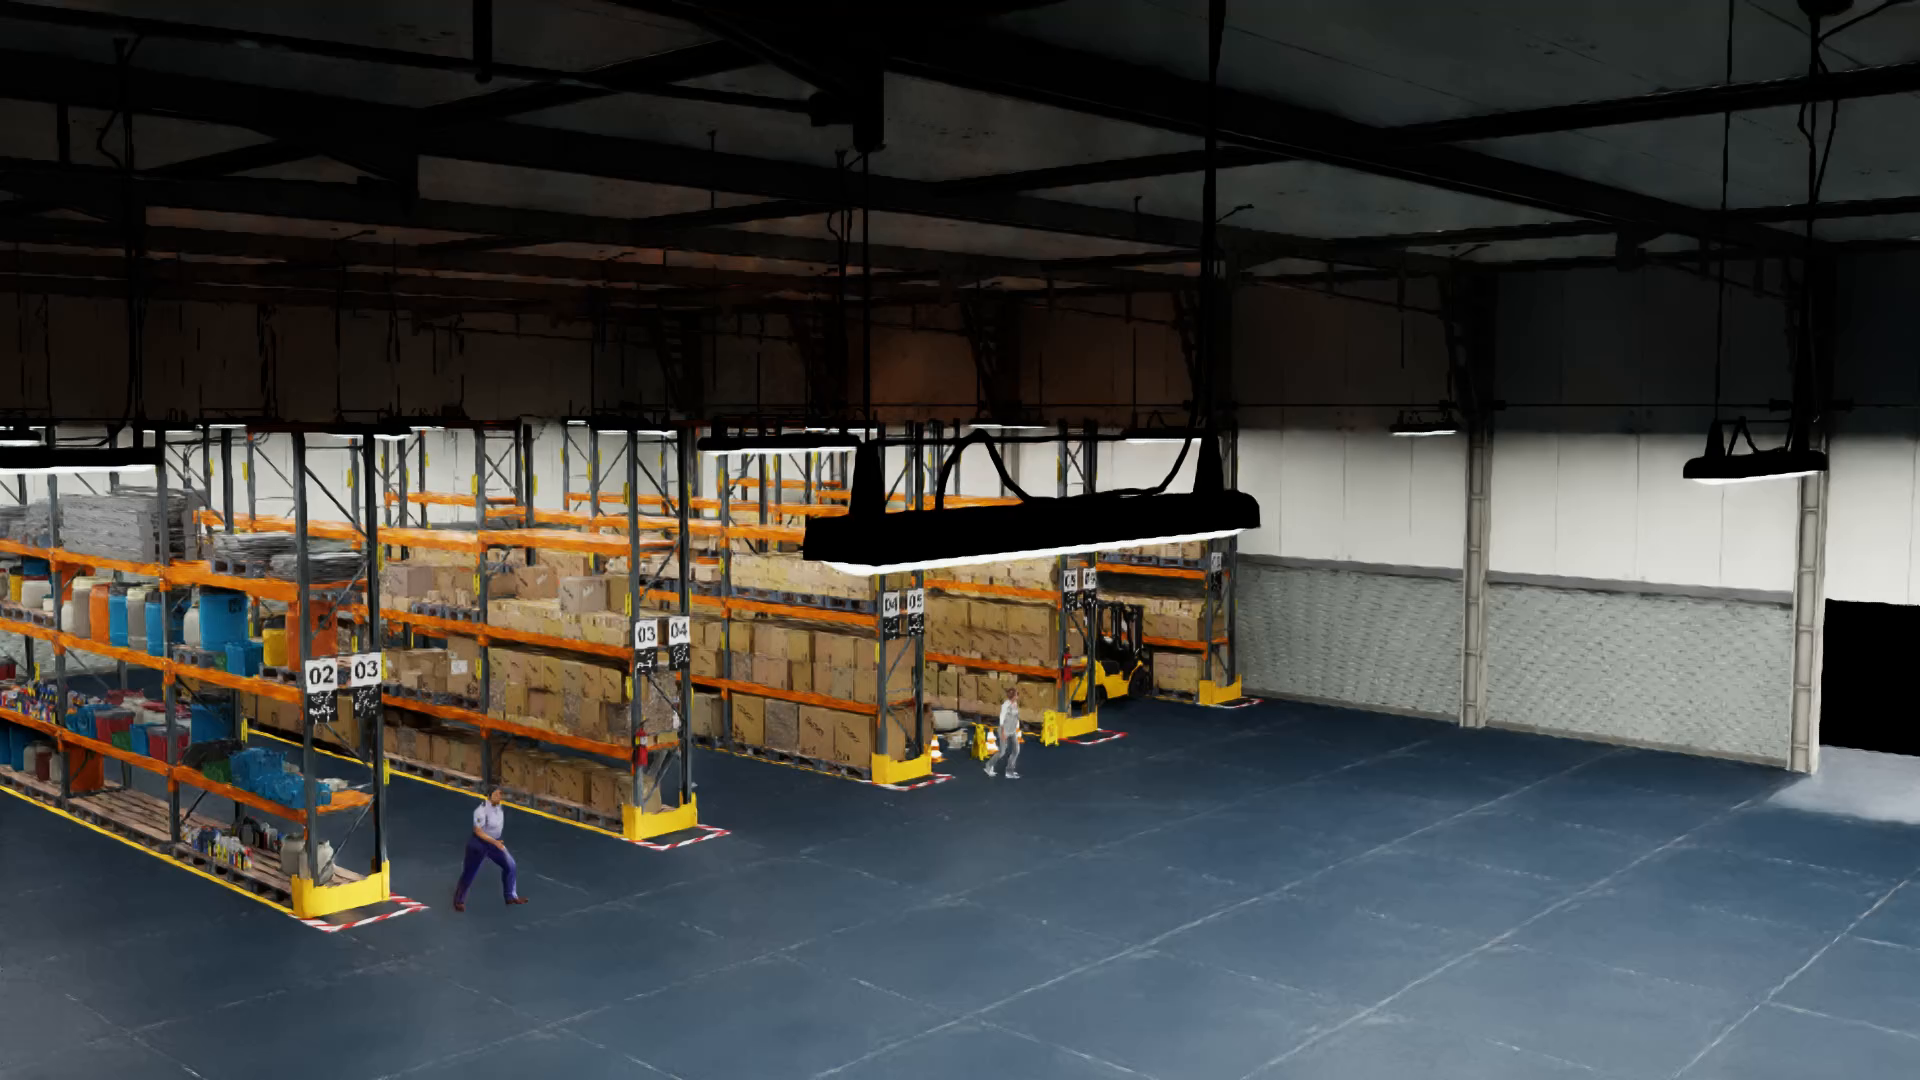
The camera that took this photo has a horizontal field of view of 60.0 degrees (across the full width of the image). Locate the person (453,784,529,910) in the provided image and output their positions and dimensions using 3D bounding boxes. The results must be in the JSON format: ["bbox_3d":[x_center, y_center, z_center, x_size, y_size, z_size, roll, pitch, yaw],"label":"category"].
[{"bbox_3d":[-5.943,3.828,20.882,0.805,1.584,0.662,2,5,24],"label":"person"}]

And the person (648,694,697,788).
[{"bbox_3d":[-4.755,3.302,27.146,0.739,1.619,0.595,2,5,20],"label":"person"}]

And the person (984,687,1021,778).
[{"bbox_3d":[0.722,3.250,28.213,0.614,1.562,0.544,3,6,33],"label":"person"}]
